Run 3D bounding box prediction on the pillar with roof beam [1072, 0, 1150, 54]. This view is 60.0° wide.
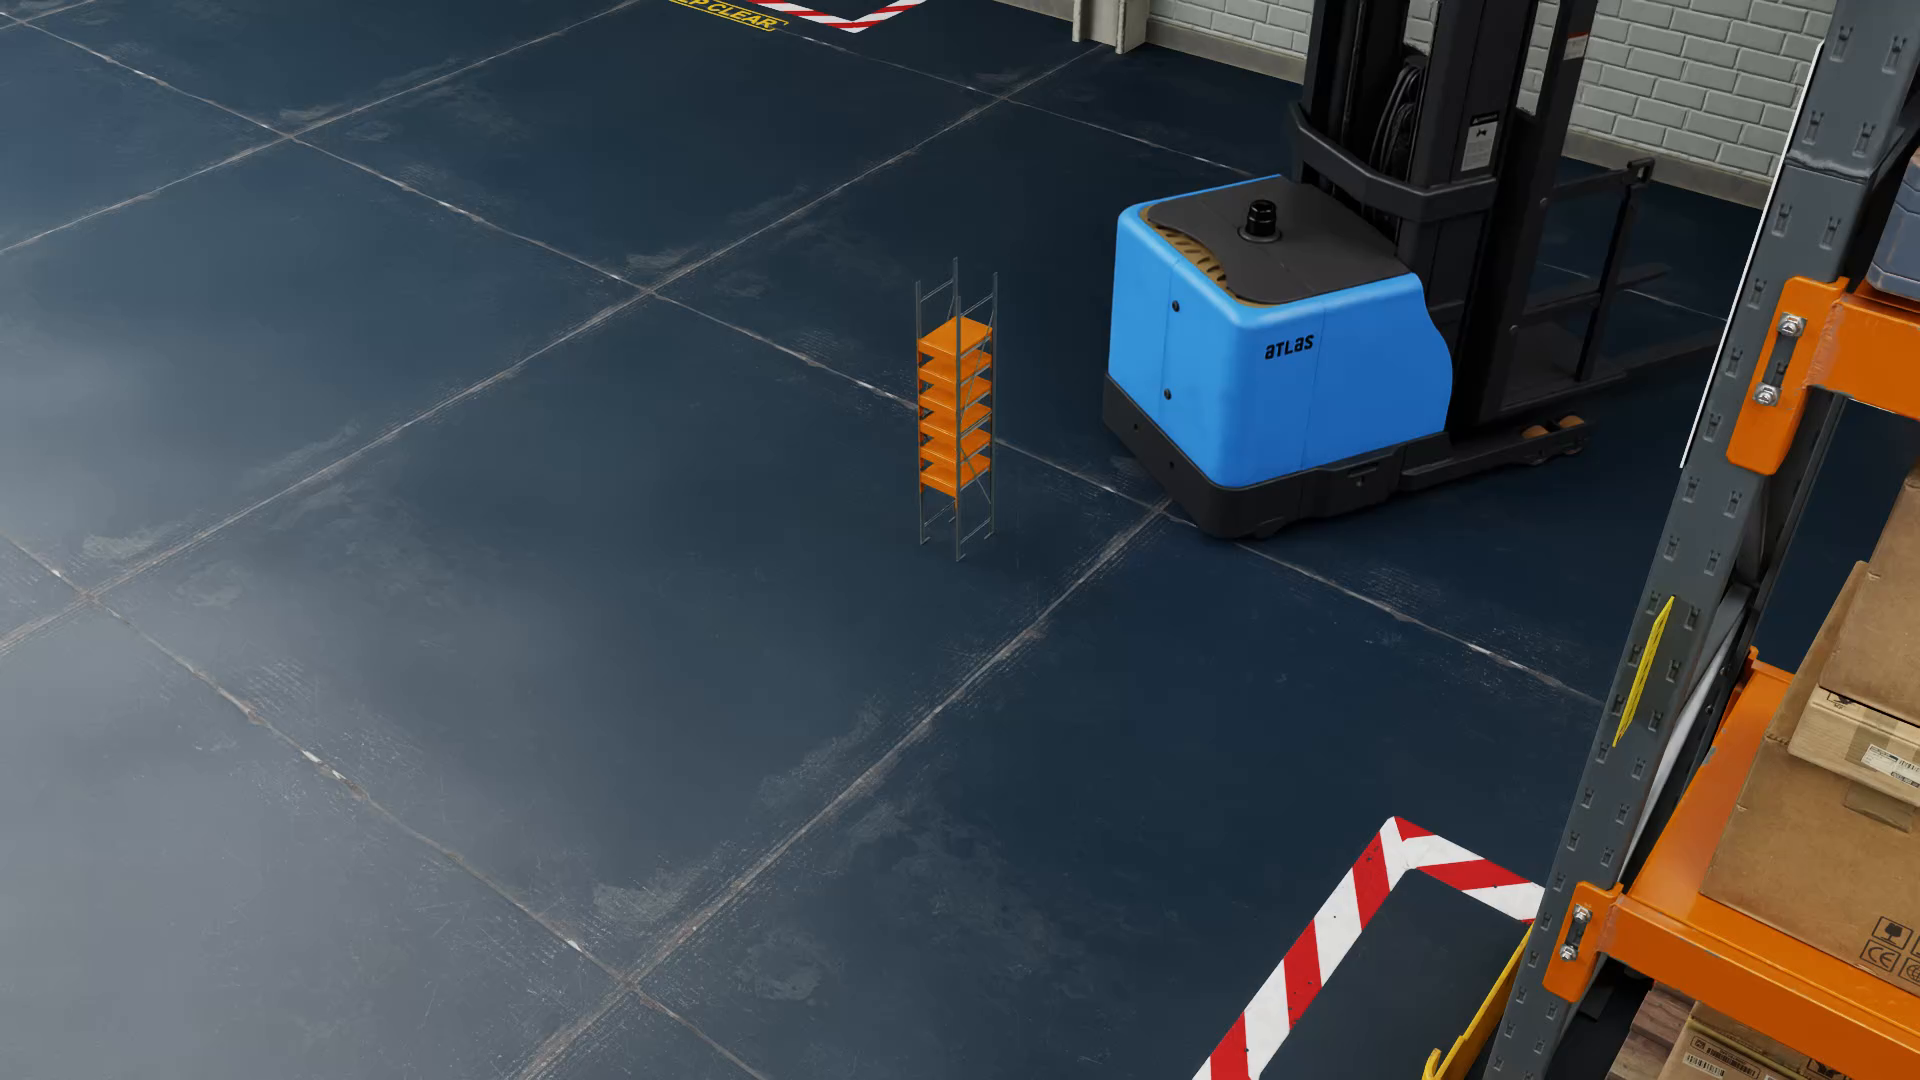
[{"bbox_3d":[-1.629,-4.729,5.491,0.400,9.000,9.100,25,45,29],"label":"pillar with roof beam"}]

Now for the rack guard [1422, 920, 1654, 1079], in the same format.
[{"bbox_3d":[1.645,1.336,4.638,0.348,0.500,1.175,25,45,29],"label":"rack guard"}]

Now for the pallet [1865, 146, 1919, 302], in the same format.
[{"bbox_3d":[2.210,-0.508,2.604,1.213,0.211,1.003,25,45,29],"label":"pallet"}]

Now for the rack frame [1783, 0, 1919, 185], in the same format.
[{"bbox_3d":[1.665,-2.002,2.007,0.127,3.000,1.000,25,45,29],"label":"rack frame"}]

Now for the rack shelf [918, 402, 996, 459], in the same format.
[{"bbox_3d":[-0.011,-0.443,6.414,0.180,0.103,0.258,25,45,29],"label":"rack shelf"}]

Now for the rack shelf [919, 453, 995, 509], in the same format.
[{"bbox_3d":[-0.011,-0.254,6.562,0.180,0.103,0.258,25,45,29],"label":"rack shelf"}]

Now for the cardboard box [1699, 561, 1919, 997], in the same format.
[{"bbox_3d":[2.028,0.502,3.594,0.500,0.500,0.700,25,45,29],"label":"cardboard box"}]

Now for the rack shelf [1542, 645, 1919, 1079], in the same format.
[{"bbox_3d":[3.253,1.393,3.121,4.000,0.370,1.077,25,45,29],"label":"rack shelf"}]

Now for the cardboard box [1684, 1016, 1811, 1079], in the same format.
[{"bbox_3d":[2.270,1.334,4.503,0.500,0.250,0.500,25,45,29],"label":"cardboard box"}]

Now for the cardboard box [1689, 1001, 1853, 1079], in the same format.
[{"bbox_3d":[2.271,1.038,4.273,0.500,0.500,0.500,25,45,29],"label":"cardboard box"}]

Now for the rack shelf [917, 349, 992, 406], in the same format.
[{"bbox_3d":[-0.011,-0.632,6.266,0.180,0.103,0.258,25,45,29],"label":"rack shelf"}]

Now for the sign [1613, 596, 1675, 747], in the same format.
[{"bbox_3d":[1.323,0.258,3.221,0.005,0.325,0.100,25,45,29],"label":"sign"}]

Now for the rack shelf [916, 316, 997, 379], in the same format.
[{"bbox_3d":[-0.012,-0.726,6.192,0.180,0.103,0.258,25,45,29],"label":"rack shelf"}]

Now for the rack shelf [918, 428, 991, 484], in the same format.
[{"bbox_3d":[-0.011,-0.348,6.488,0.180,0.103,0.258,25,45,29],"label":"rack shelf"}]

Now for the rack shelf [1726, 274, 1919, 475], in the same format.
[{"bbox_3d":[3.253,0.212,2.197,4.000,0.370,1.077,25,45,29],"label":"rack shelf"}]

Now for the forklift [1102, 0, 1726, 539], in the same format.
[{"bbox_3d":[2.187,-1.759,6.619,3.031,2.935,1.130,-15,41,-19],"label":"forklift"}]

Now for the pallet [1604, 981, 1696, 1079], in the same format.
[{"bbox_3d":[2.297,1.724,4.376,1.213,0.211,1.003,25,45,29],"label":"pallet"}]

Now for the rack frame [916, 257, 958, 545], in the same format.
[{"bbox_3d":[-0.084,-0.512,6.431,0.006,1.200,0.240,25,45,29],"label":"rack frame"}]

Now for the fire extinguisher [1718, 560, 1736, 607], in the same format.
[{"bbox_3d":[1.853,0.119,4.227,0.183,0.674,0.296,25,45,29],"label":"fire extinguisher"}]

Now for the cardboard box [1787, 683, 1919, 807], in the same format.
[{"bbox_3d":[1.845,0.318,3.303,0.250,0.149,0.380,25,44,28],"label":"cardboard box"}]

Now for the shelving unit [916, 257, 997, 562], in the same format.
[{"bbox_3d":[-0.011,-0.478,6.387,0.189,1.200,0.258,25,45,29],"label":"shelving unit"}]

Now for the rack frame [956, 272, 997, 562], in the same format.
[{"bbox_3d":[0.061,-0.444,6.343,0.006,1.200,0.240,25,45,29],"label":"rack frame"}]

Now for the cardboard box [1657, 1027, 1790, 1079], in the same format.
[{"bbox_3d":[1.955,1.588,4.179,0.500,0.250,0.500,25,45,29],"label":"cardboard box"}]

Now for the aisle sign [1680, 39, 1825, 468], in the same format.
[{"bbox_3d":[1.426,-0.538,2.895,0.004,0.787,0.394,25,45,29],"label":"aisle sign"}]

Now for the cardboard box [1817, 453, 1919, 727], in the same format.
[{"bbox_3d":[2.070,0.011,3.169,0.500,0.500,0.700,25,45,29],"label":"cardboard box"}]

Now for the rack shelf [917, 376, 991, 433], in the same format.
[{"bbox_3d":[-0.011,-0.537,6.340,0.180,0.103,0.258,25,45,29],"label":"rack shelf"}]

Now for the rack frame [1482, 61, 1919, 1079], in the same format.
[{"bbox_3d":[1.665,0.361,3.856,0.127,3.000,1.000,25,45,29],"label":"rack frame"}]
